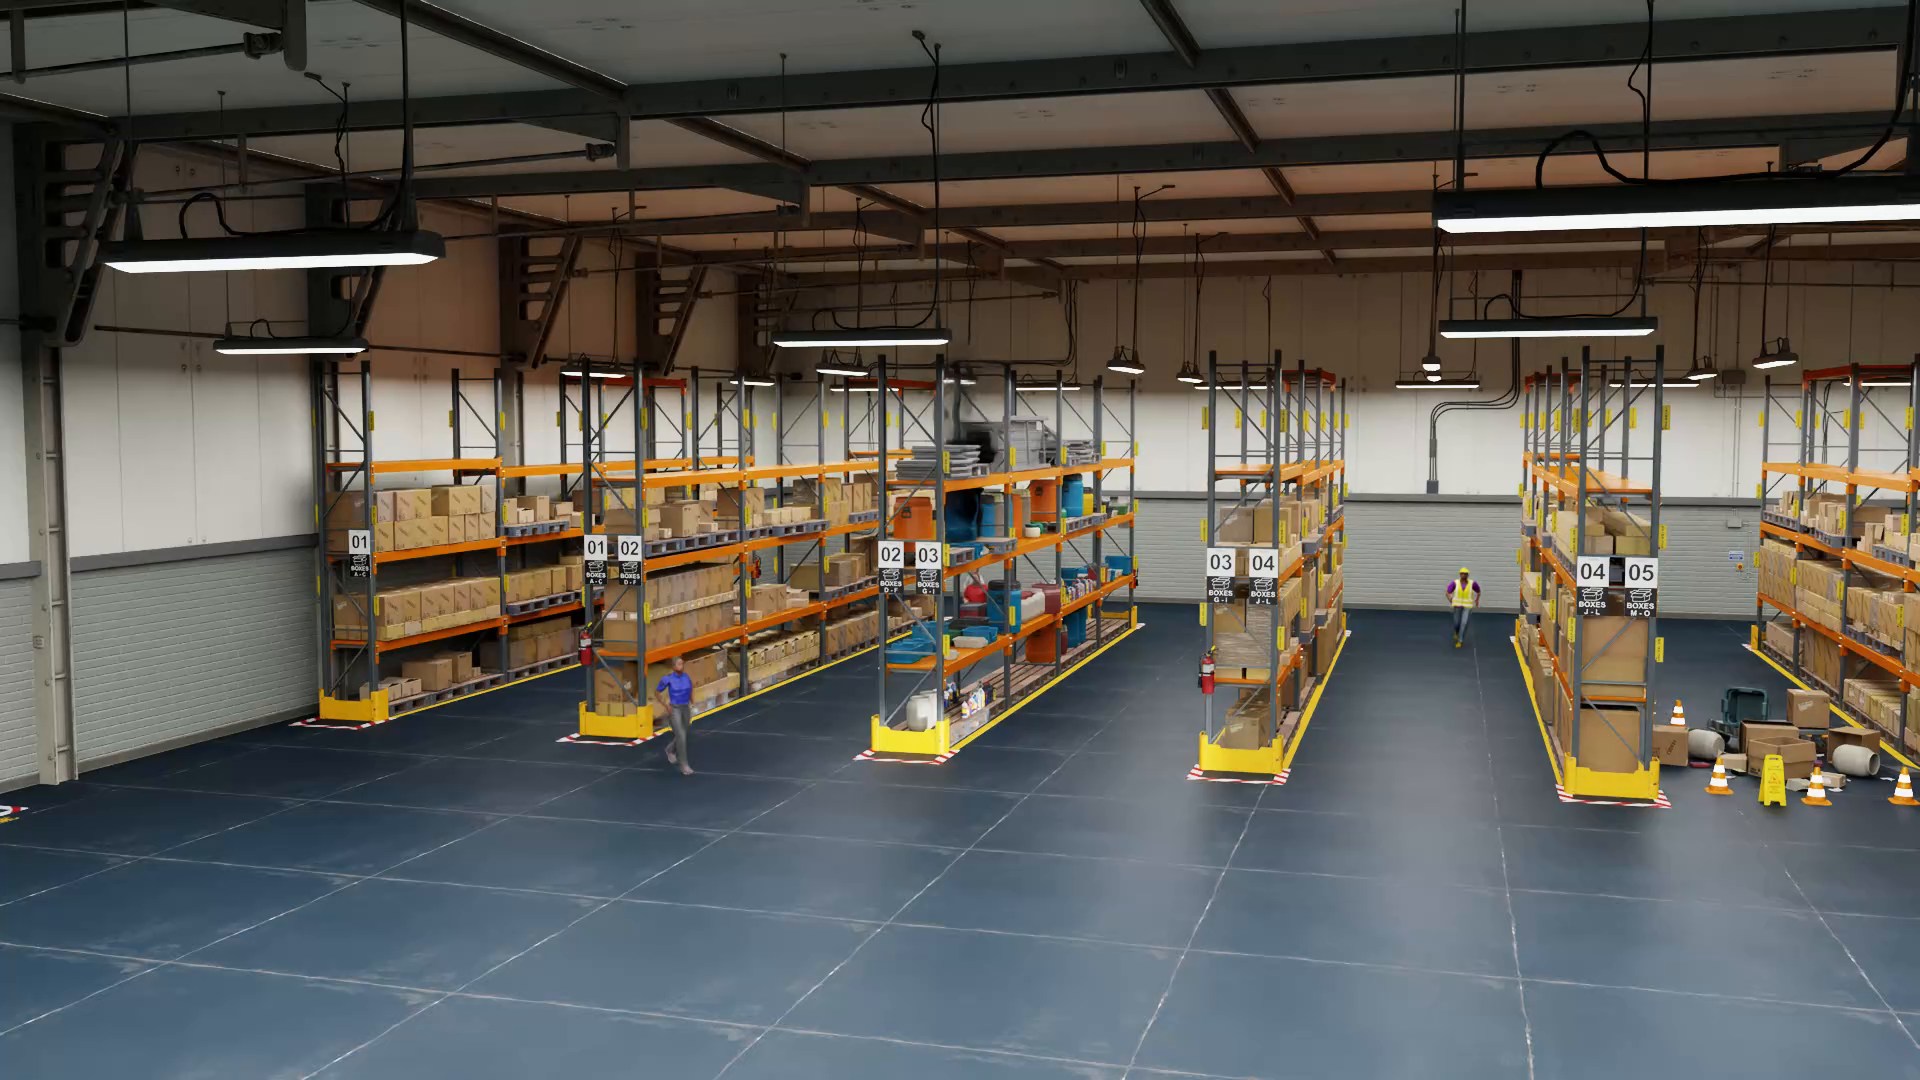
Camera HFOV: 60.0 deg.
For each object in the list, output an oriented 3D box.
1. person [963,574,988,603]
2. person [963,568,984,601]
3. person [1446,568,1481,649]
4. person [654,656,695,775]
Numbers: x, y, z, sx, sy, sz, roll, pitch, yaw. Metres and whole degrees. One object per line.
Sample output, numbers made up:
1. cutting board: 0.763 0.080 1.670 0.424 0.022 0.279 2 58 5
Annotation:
1. person: 0.358 1.576 36.181 0.667 1.687 0.567 2 4 20
2. person: 0.337 1.400 39.463 0.548 1.556 0.813 0 4 3
3. person: 11.156 1.490 36.901 0.733 1.755 0.983 2 4 21
4. person: -4.054 2.487 23.776 0.773 1.661 0.582 4 6 44
